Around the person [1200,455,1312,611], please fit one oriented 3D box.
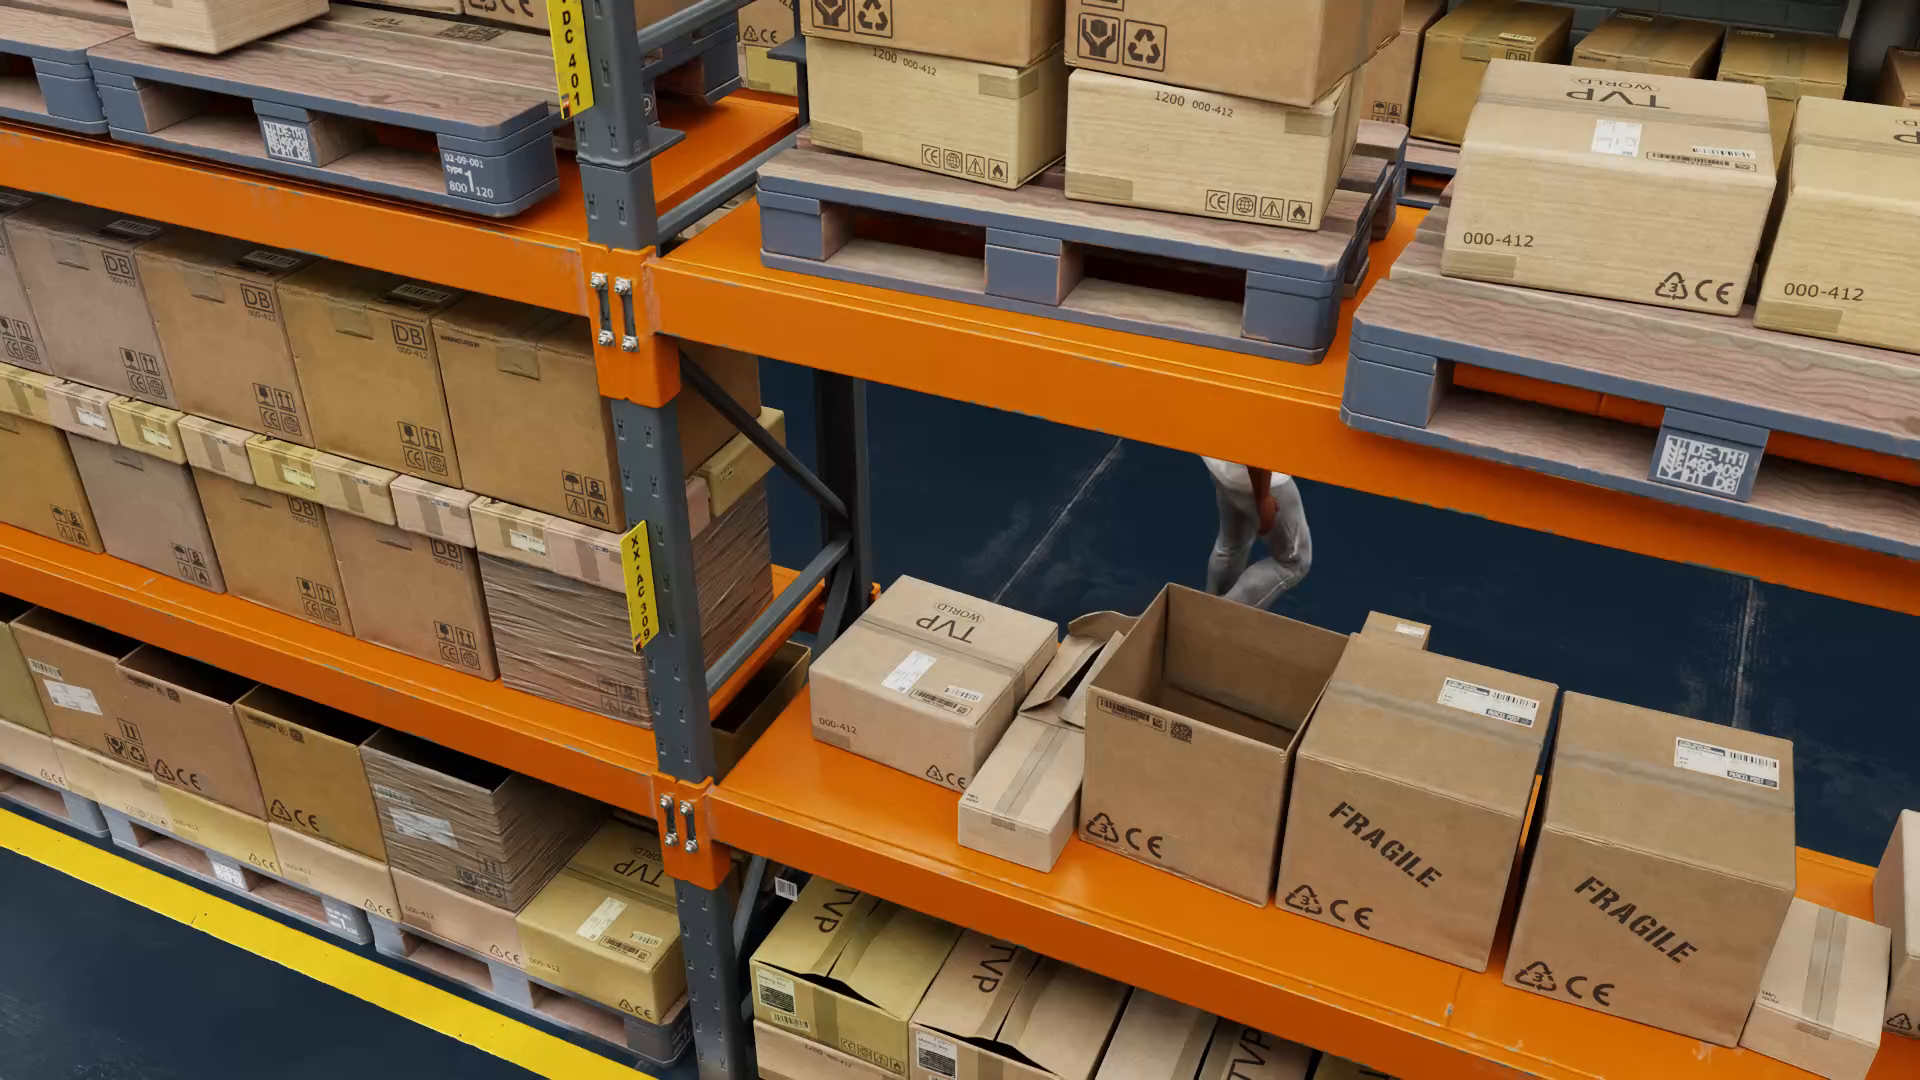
[{"bbox_3d":[1.129,-0.292,6.517,0.477,1.763,0.627,-8,34,-13],"label":"person"}]
